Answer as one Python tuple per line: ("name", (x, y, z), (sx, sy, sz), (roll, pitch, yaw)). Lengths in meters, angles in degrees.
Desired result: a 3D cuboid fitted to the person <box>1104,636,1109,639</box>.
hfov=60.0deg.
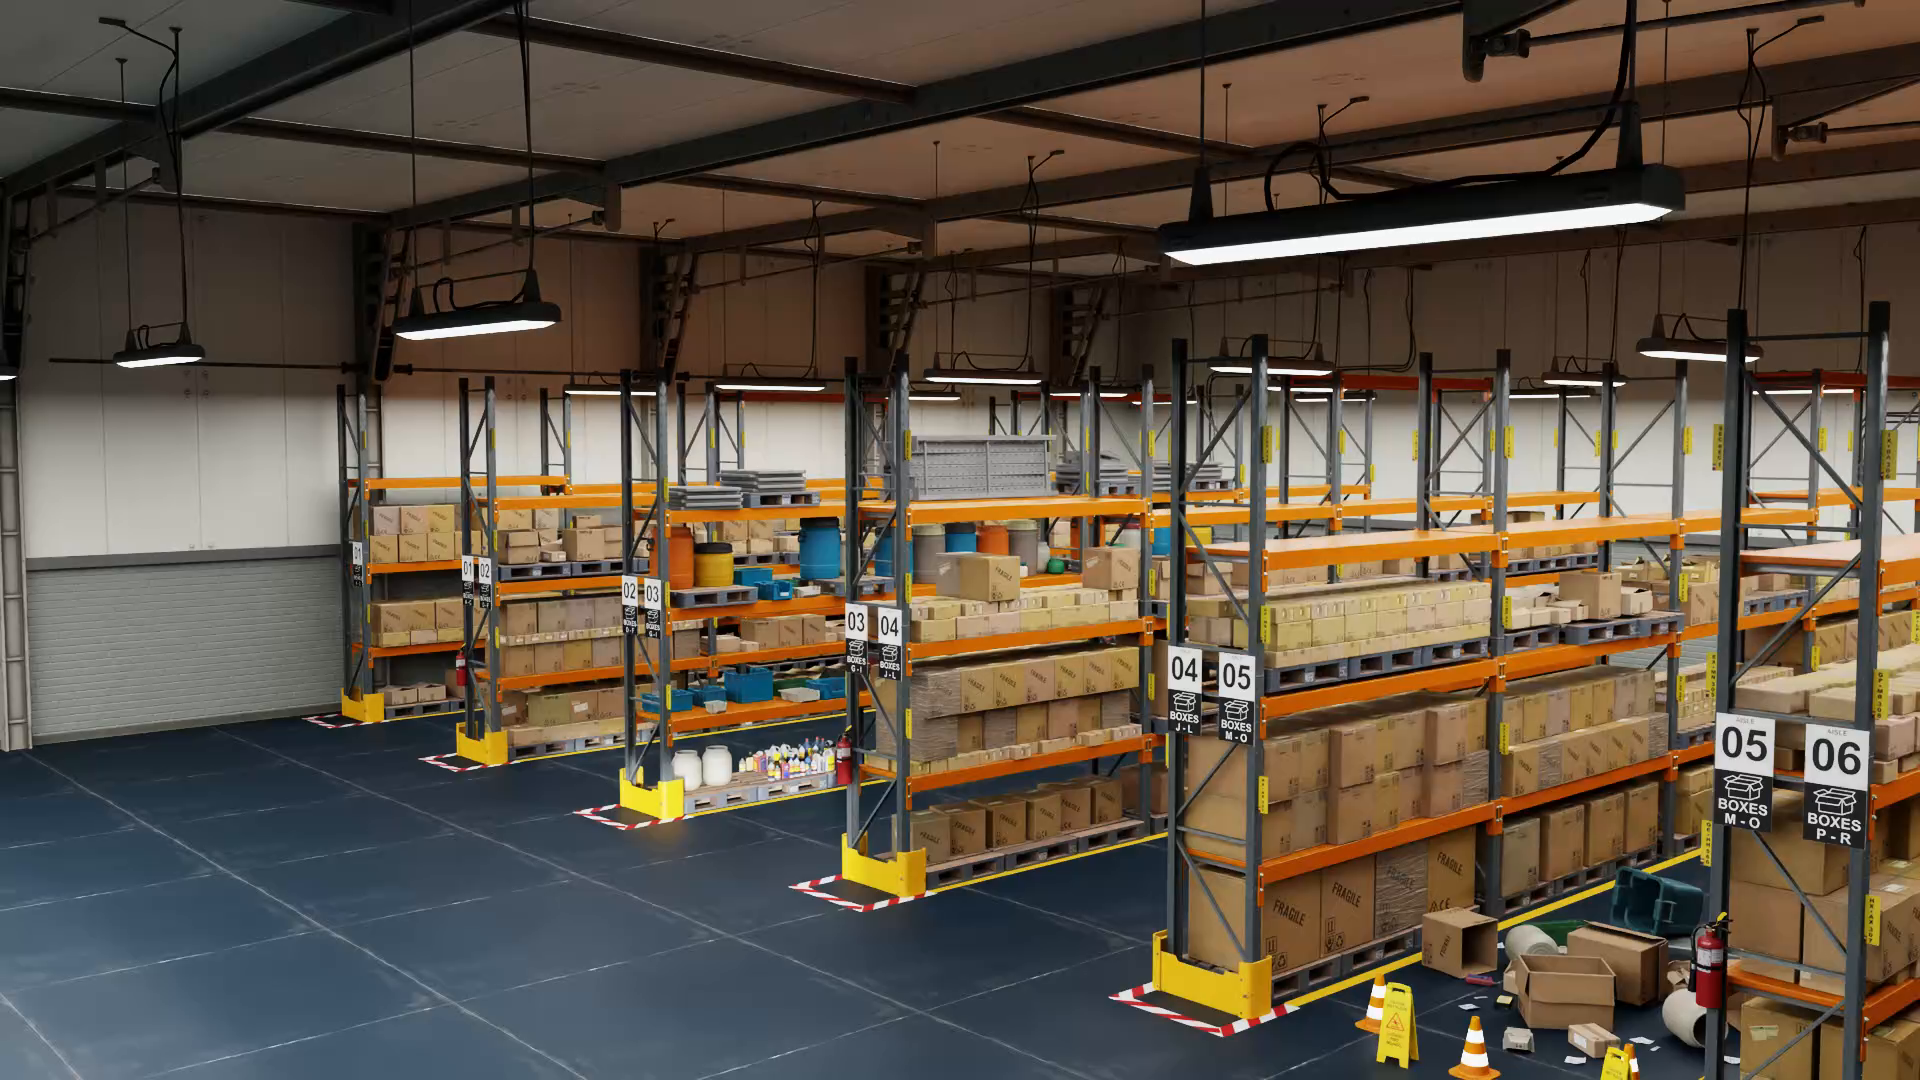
("person", (3.786, 1.736, 40.210), (0.686, 1.637, 1.066), (-1, 4, -14))
